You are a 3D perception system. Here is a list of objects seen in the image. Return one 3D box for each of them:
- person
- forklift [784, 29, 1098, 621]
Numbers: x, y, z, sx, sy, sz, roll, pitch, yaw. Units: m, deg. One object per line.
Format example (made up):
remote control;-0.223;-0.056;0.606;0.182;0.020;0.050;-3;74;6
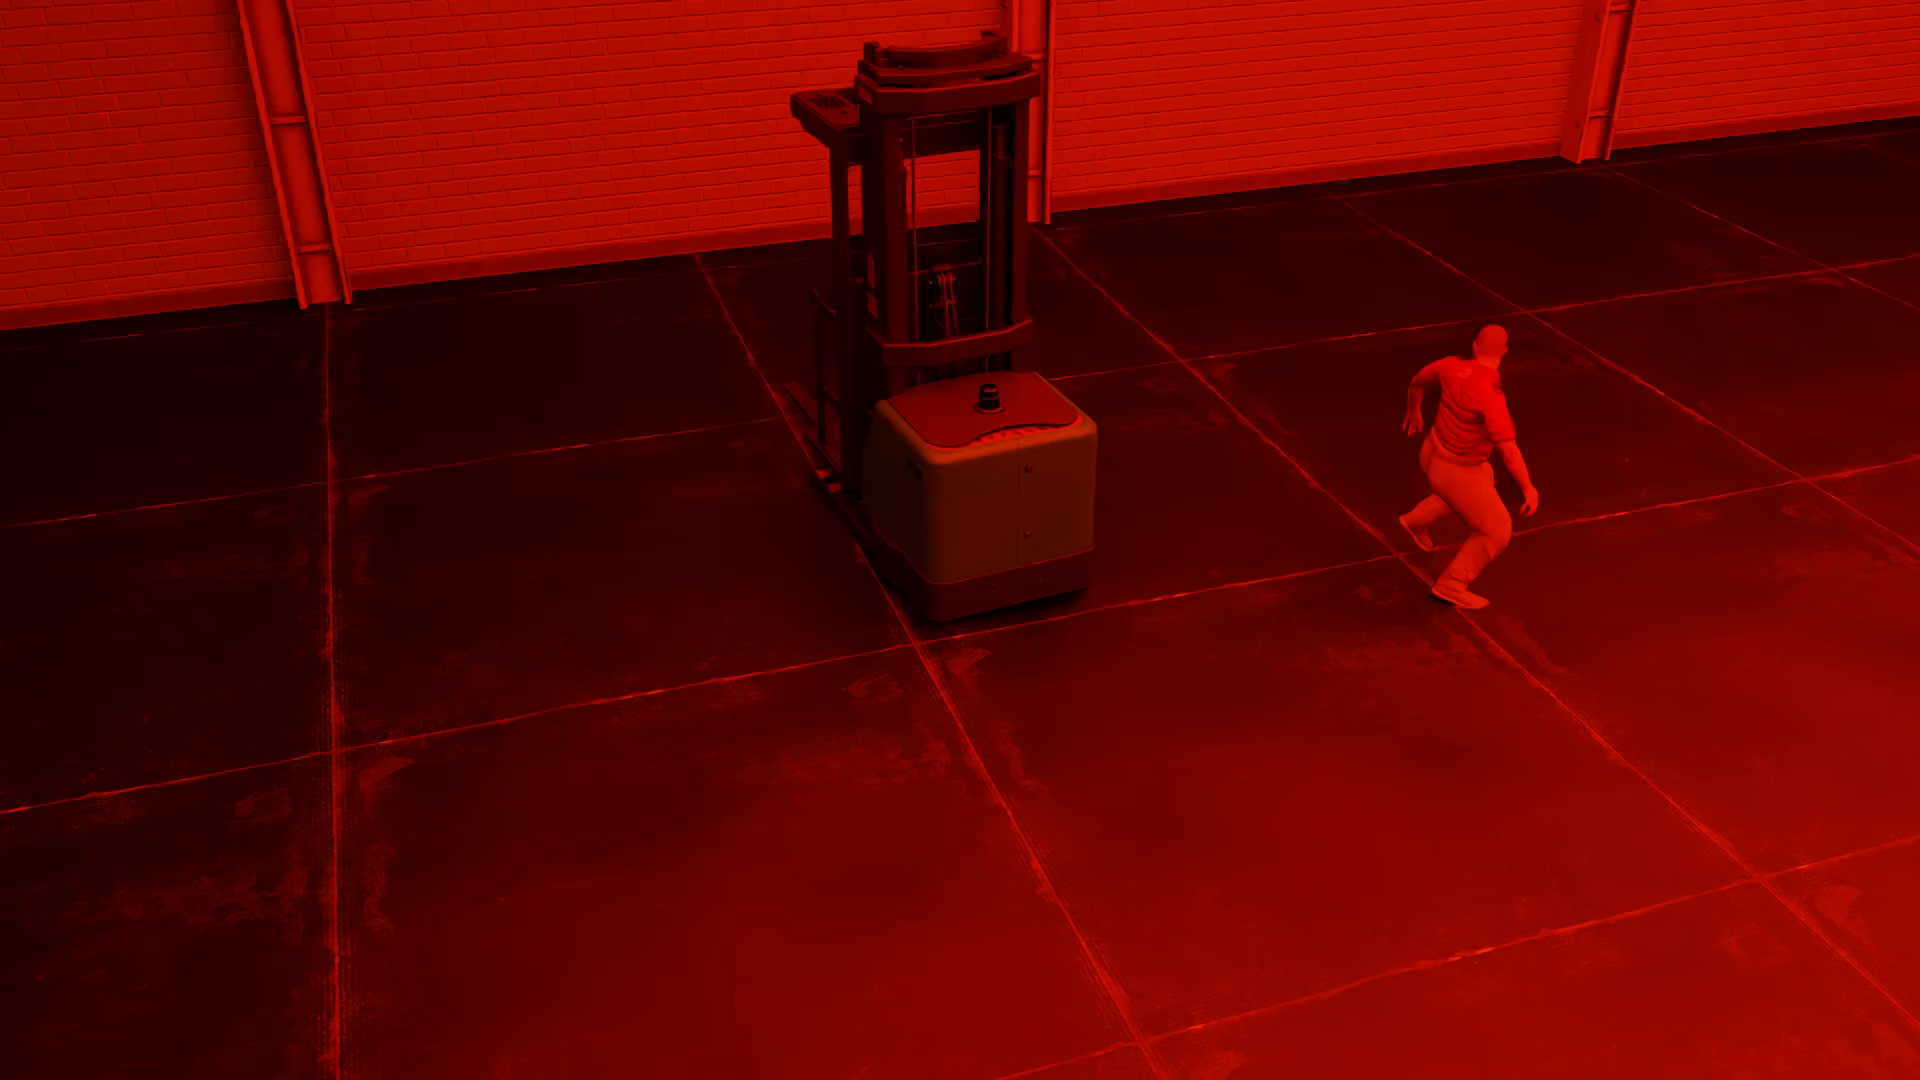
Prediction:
person;2.804;-0.447;9.220;0.546;1.627;0.880;-2;30;-4
forklift;-0.296;-1.541;9.765;1.130;2.935;3.031;-12;32;-21
